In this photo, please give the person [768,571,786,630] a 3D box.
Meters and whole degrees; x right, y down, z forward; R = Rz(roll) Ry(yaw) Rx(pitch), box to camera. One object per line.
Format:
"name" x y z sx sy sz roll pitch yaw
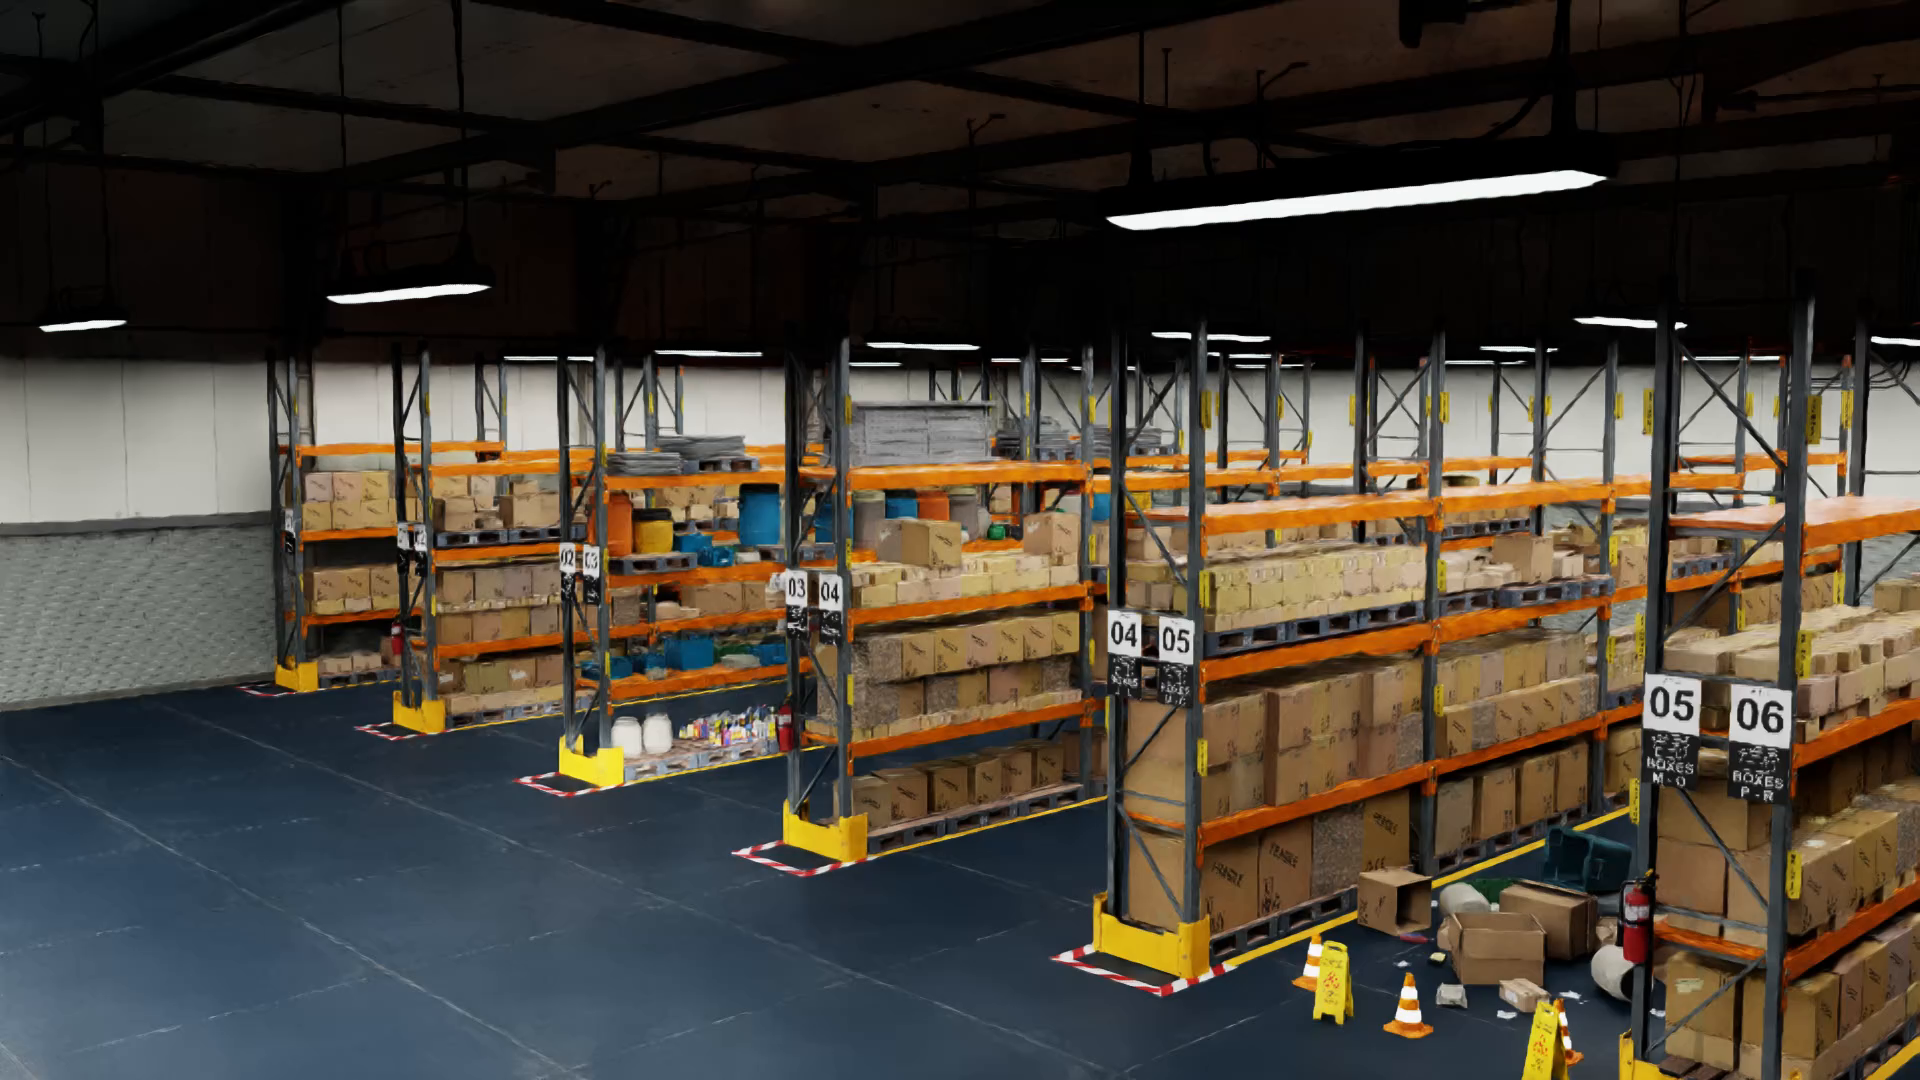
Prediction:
"person" -3.784 1.253 35.122 0.580 1.715 1.103 4 6 38
